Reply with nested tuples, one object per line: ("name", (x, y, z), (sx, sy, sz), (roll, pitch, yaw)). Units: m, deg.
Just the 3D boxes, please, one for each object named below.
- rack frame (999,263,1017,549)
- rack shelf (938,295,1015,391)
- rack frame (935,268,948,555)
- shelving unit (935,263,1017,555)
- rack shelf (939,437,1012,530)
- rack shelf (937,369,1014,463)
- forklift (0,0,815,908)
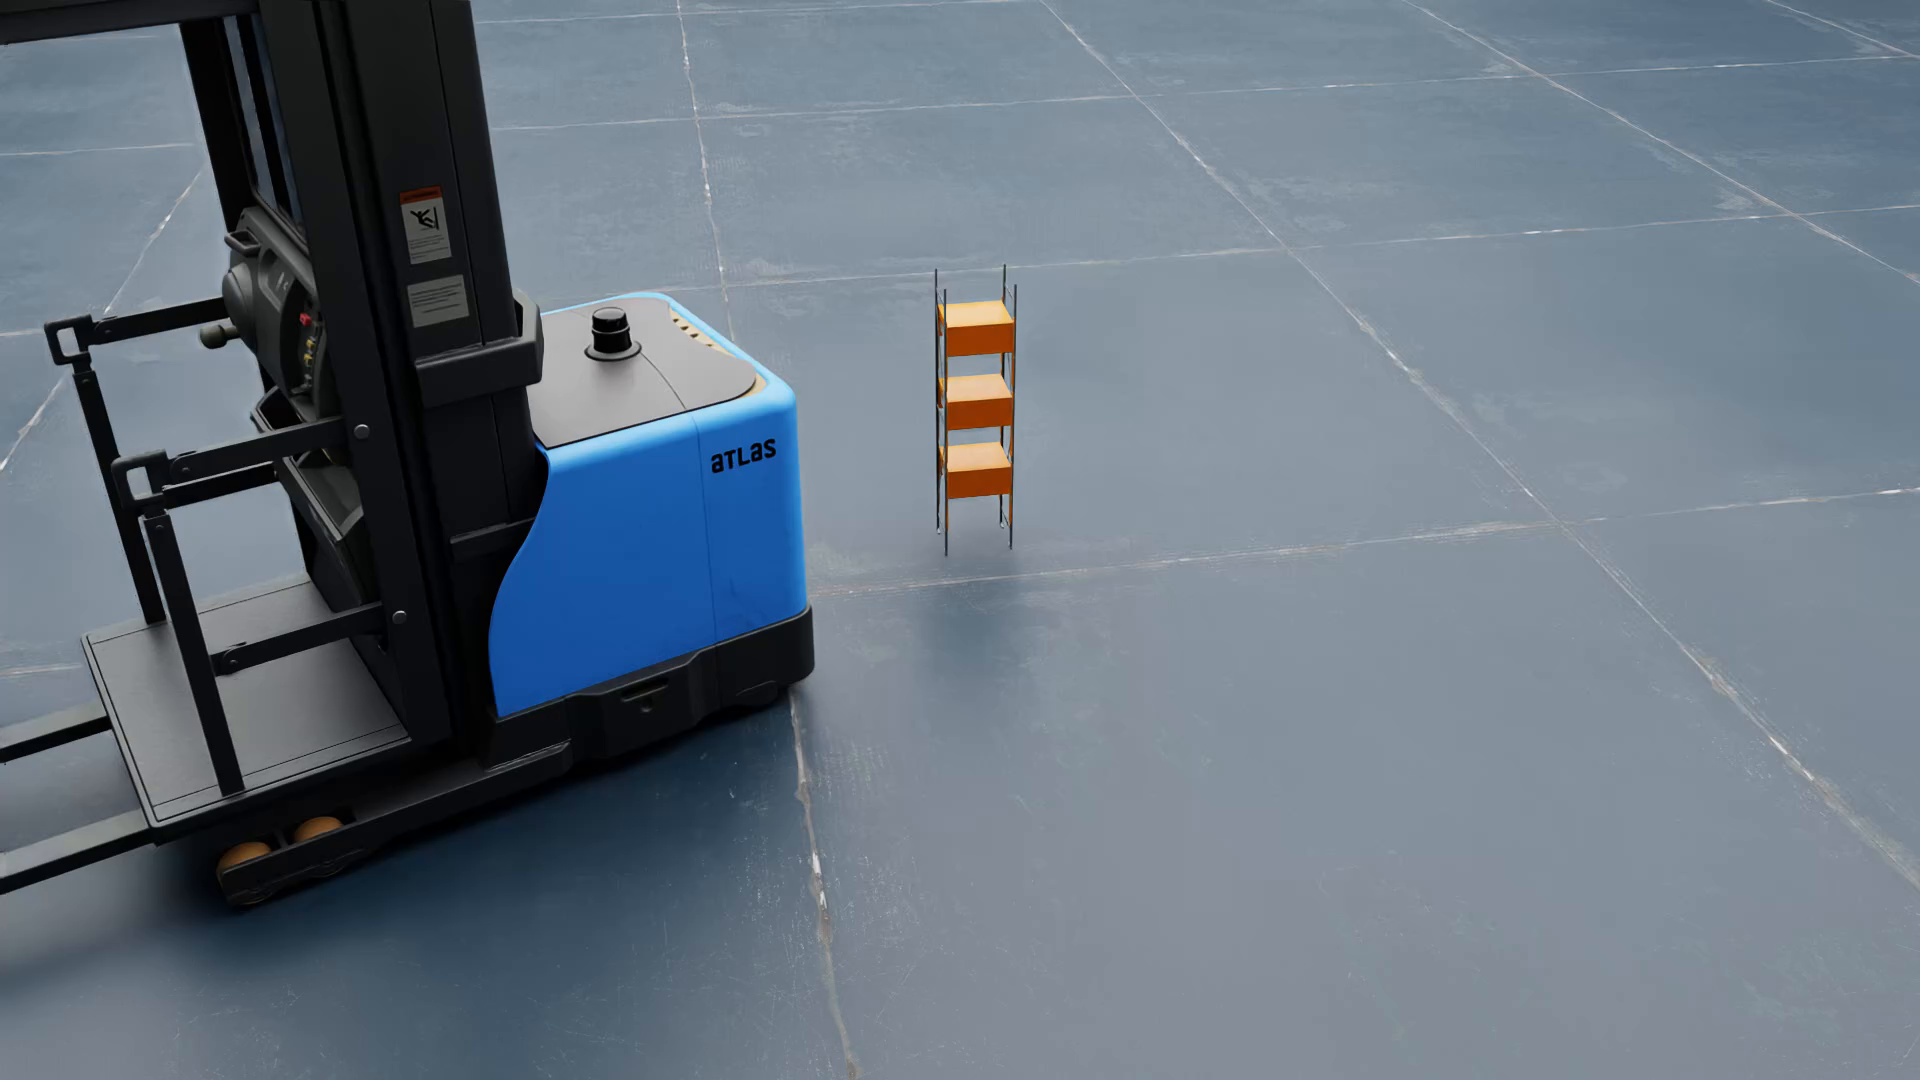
("rack frame", (0.173, -0.469, 6.011), (0.008, 1.050, 0.200), (-5, 31, -9))
("rack shelf", (0.053, -0.693, 5.854), (0.240, 0.259, 0.215), (-5, 31, -9))
("rack frame", (-0.067, -0.446, 5.973), (0.008, 1.050, 0.200), (-5, 31, -9))
("shelving unit", (0.053, -0.457, 5.992), (0.252, 1.050, 0.215), (-5, 31, -9))
("rack shelf", (0.053, -0.209, 6.138), (0.240, 0.259, 0.215), (-5, 31, -9))
("rack shelf", (0.053, -0.448, 5.998), (0.240, 0.259, 0.215), (-5, 31, -9))
("forklift", (-1.983, -0.573, 4.333), (3.031, 2.935, 1.130), (-19, 35, -29))
